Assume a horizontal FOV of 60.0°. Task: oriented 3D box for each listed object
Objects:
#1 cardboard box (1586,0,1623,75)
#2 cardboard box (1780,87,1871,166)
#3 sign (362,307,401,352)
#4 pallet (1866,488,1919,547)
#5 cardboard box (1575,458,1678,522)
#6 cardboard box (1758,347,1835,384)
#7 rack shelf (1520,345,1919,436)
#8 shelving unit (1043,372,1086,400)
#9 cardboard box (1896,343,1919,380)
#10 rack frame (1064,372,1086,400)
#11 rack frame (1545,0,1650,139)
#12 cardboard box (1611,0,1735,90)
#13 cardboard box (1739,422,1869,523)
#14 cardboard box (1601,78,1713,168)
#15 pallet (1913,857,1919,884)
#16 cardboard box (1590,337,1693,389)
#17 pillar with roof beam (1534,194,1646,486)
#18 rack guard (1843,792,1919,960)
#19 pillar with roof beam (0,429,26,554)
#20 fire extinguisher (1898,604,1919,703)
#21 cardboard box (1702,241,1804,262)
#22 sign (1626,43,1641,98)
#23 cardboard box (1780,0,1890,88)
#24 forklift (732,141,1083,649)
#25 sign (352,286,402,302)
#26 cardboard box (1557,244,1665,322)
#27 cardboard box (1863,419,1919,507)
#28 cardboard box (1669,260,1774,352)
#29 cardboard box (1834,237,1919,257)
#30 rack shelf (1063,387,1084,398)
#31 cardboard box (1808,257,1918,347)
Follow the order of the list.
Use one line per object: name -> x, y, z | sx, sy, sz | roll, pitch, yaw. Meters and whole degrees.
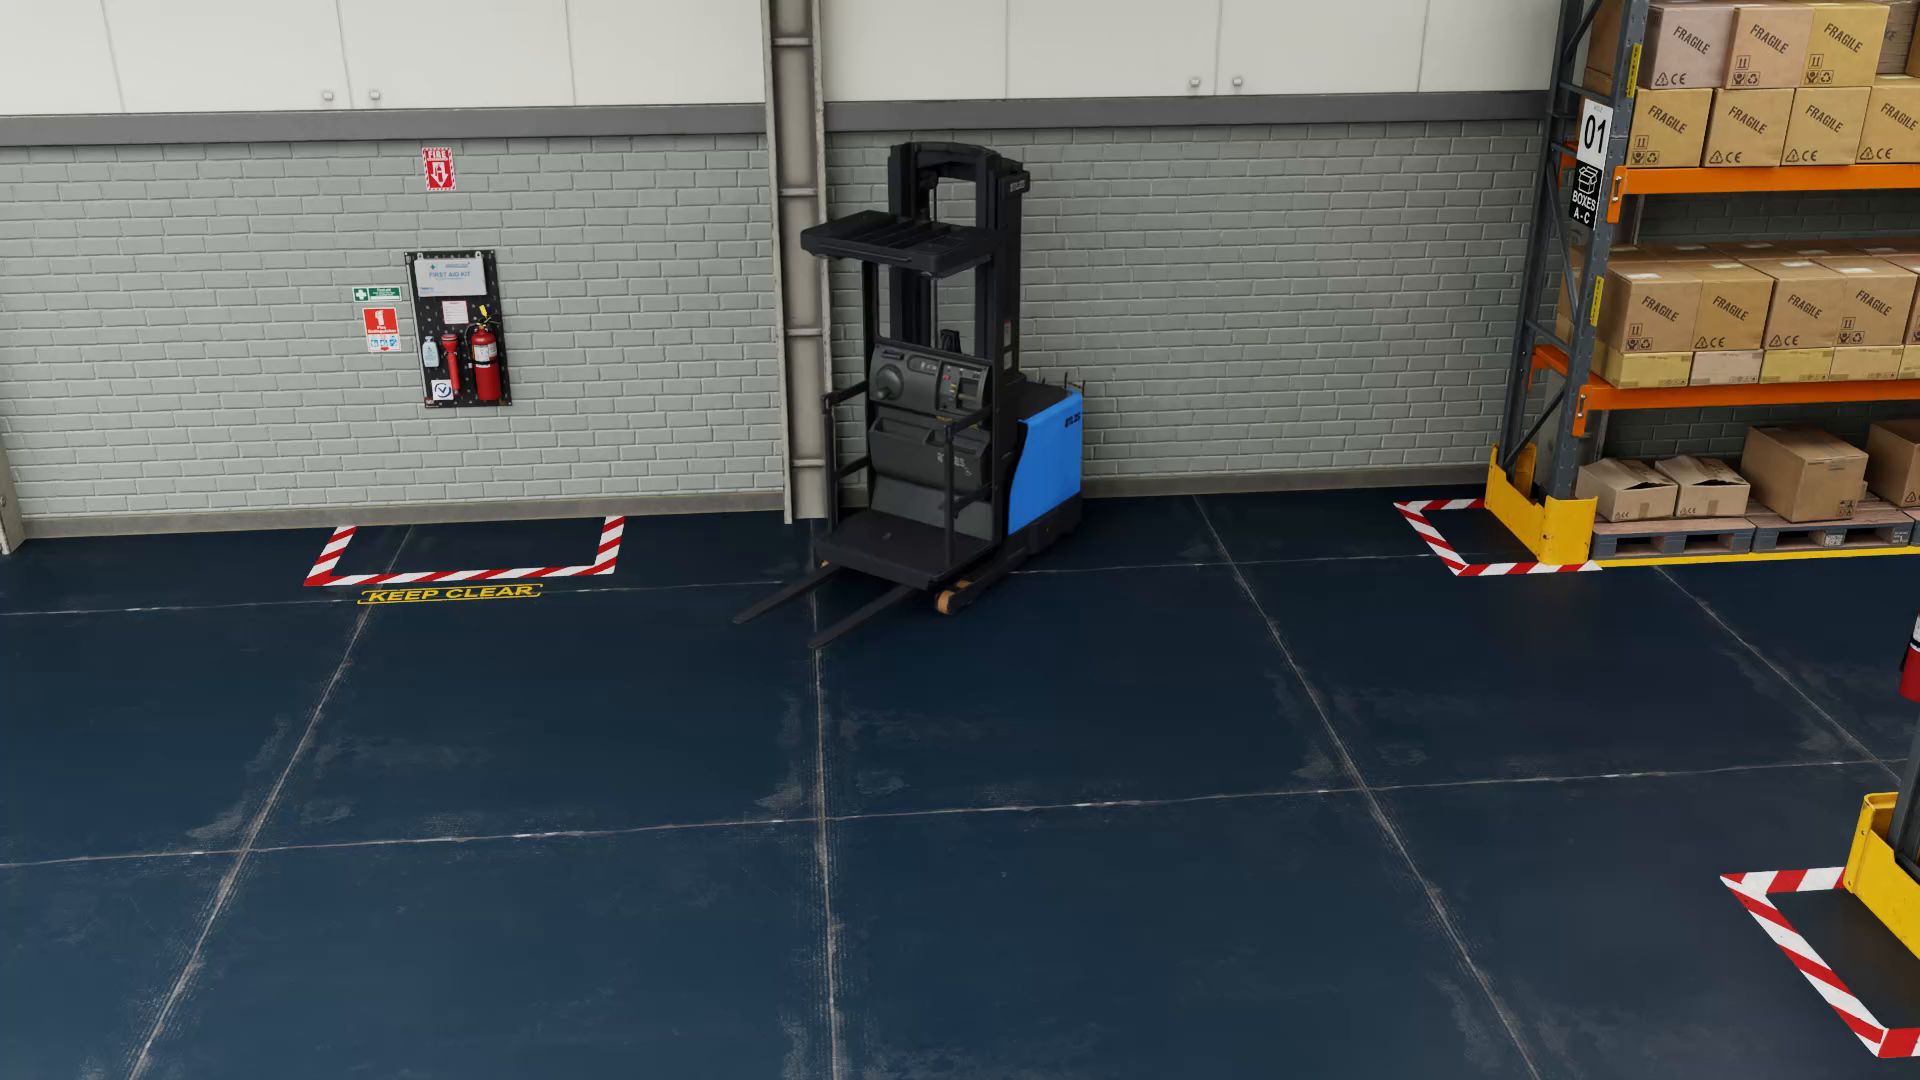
cardboard box -> 4.619, -3.431, 11.265 | 0.500, 0.500, 0.500 | -1, 24, -3
cardboard box -> 5.627, -2.793, 11.060 | 0.500, 0.500, 0.500 | -1, 24, -3
sign -> -4.167, -1.516, 11.985 | 0.234, 0.329, 0.001 | -2, 24, -5
pallet -> 7.532, -0.270, 12.658 | 1.213, 0.211, 1.003 | -2, 24, -5
cardboard box -> 4.913, -0.389, 12.262 | 0.500, 0.311, 0.500 | -5, 24, -11
cardboard box -> 5.756, -1.302, 11.706 | 0.500, 0.250, 0.500 | -3, 24, -6
rack shelf -> 6.206, -1.177, 12.151 | 4.000, 0.370, 1.077 | -2, 24, -5
shelving unit -> 0.744, -0.727, 12.628 | 0.252, 1.050, 0.215 | -20, 34, -40
cardboard box -> 6.759, -1.342, 11.796 | 0.500, 0.250, 0.500 | -2, 24, -5
rack frame -> 0.832, -0.758, 12.707 | 0.008, 1.050, 0.200 | -20, 34, -40
rack frame -> 4.216, -4.167, 10.606 | 0.127, 3.000, 1.000 | -2, 24, -5
cardboard box -> 4.623, -3.225, 10.802 | 0.500, 0.500, 0.500 | -4, 24, -9
cardboard box -> 6.215, -0.508, 12.295 | 0.500, 0.500, 0.700 | -4, 24, -8
cardboard box -> 4.573, -2.764, 10.994 | 0.500, 0.500, 0.500 | -2, 24, -4
pallet -> 5.463, 1.803, 7.994 | 1.213, 0.211, 1.003 | -2, 24, -5
cardboard box -> 4.733, -1.257, 11.606 | 0.500, 0.250, 0.500 | -3, 24, -7
pillar with roof beam -> 5.251, -2.805, 7.541 | 0.400, 9.000, 9.100 | -2, 24, -5
rack guard -> 4.682, 1.720, 7.826 | 0.348, 0.500, 1.175 | -2, 24, -5
pillar with roof beam -> -6.691, -2.326, 6.463 | 0.400, 9.000, 9.100 | -2, 24, -5
fire extinguisher -> 4.543, 0.429, 7.748 | 0.183, 0.674, 0.296 | -2, 24, -5
cardboard box -> 5.680, -1.852, 12.021 | 0.500, 0.500, 0.500 | -3, 24, -7
sign -> 4.269, -2.977, 10.545 | 0.005, 0.325, 0.100 | -2, 24, -5
cardboard box -> 5.636, -3.250, 10.857 | 0.500, 0.500, 0.500 | -2, 24, -4
forklift -> -0.331, -1.053, 11.071 | 1.130, 2.935, 3.031 | 15, 28, 31
sign -> -4.162, -1.755, 11.870 | 0.331, 0.109, 0.001 | -2, 24, -5
cardboard box -> 4.664, -1.814, 11.935 | 0.500, 0.500, 0.500 | -3, 24, -6
cardboard box -> 7.167, -0.587, 12.473 | 0.500, 0.500, 0.500 | -4, 24, -9
cardboard box -> 5.213, -1.622, 11.504 | 0.500, 0.500, 0.500 | -2, 24, -5
cardboard box -> 6.697, -1.898, 12.123 | 0.500, 0.500, 0.500 | -2, 24, -4
rack shelf -> 0.762, -0.973, 12.510 | 0.240, 0.259, 0.215 | -20, 34, -40
cardboard box -> 6.241, -1.666, 11.602 | 0.500, 0.500, 0.500 | -2, 24, -3
